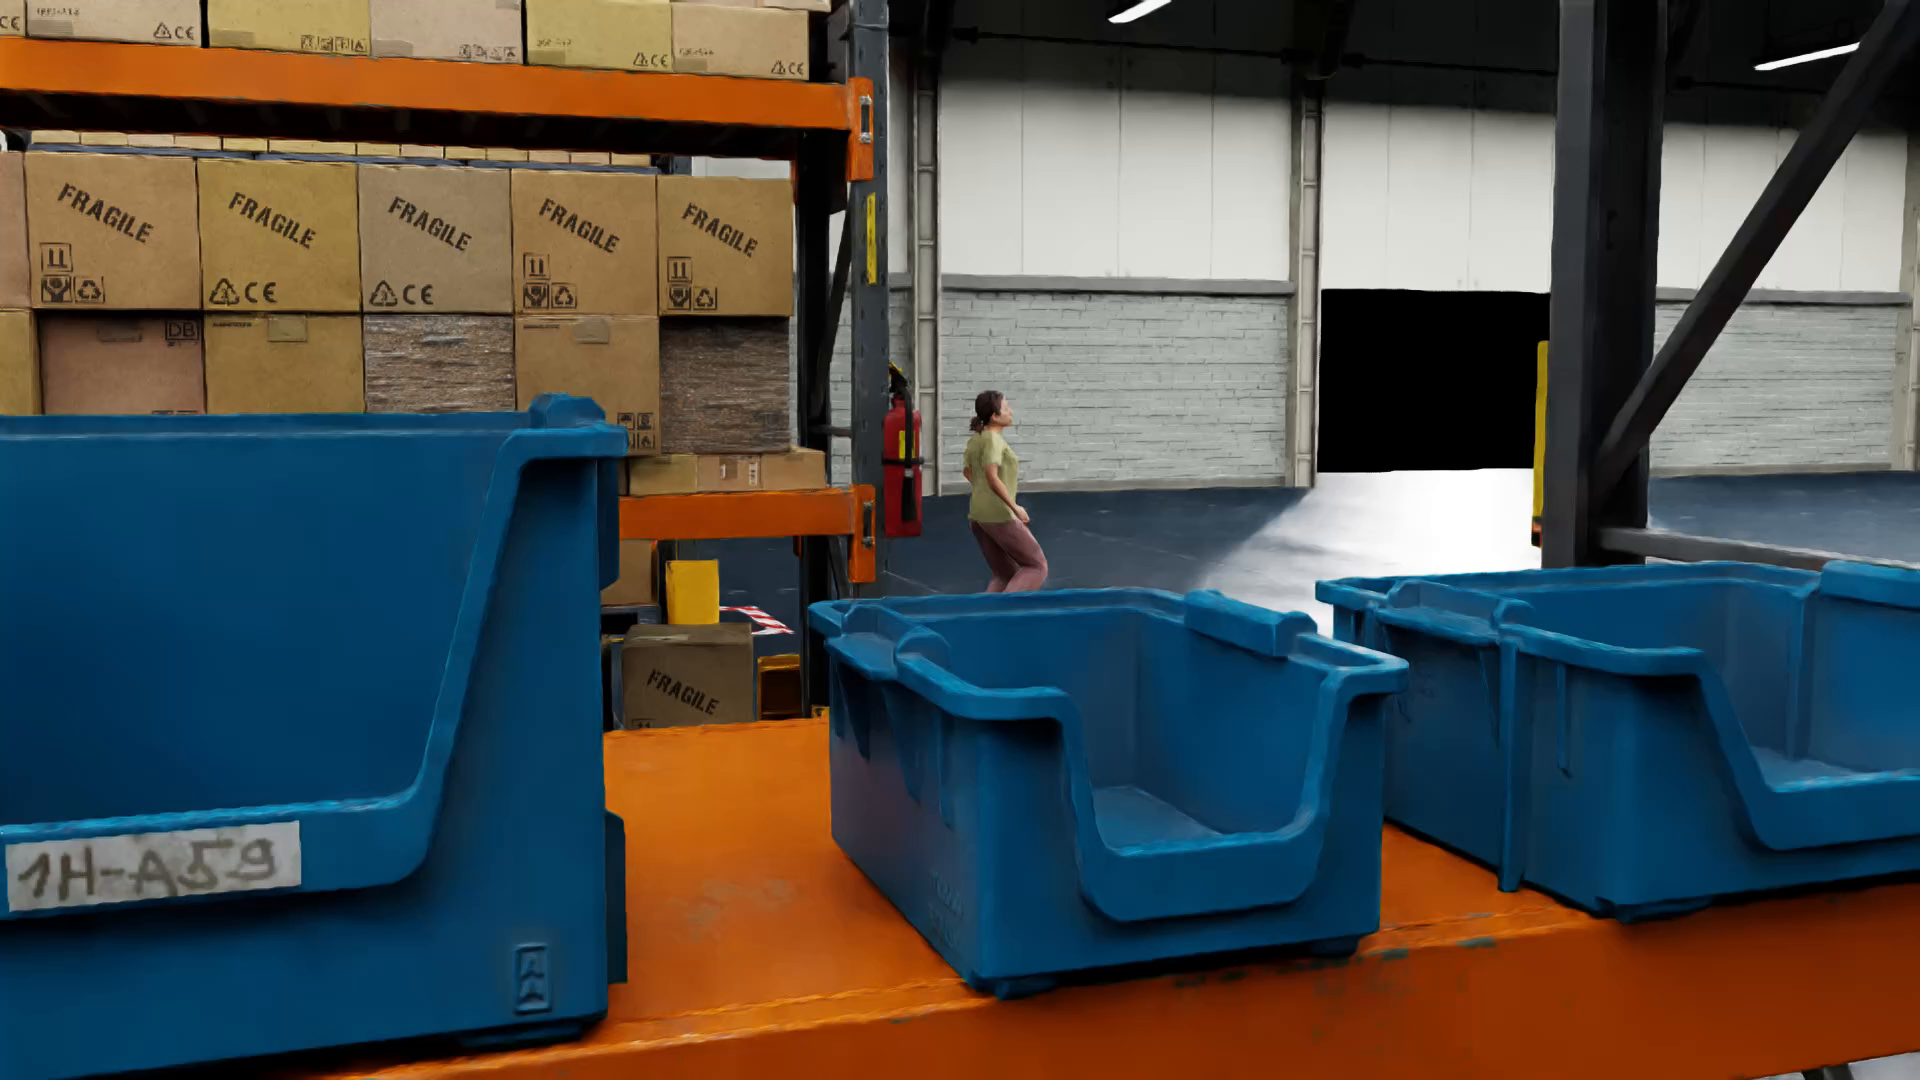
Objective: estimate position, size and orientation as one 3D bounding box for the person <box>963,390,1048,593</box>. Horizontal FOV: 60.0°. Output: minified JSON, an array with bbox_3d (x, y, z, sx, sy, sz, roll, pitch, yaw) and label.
[{"bbox_3d":[0.254,-0.114,10.366,0.488,1.631,0.616,-3,7,-28],"label":"person"}]
